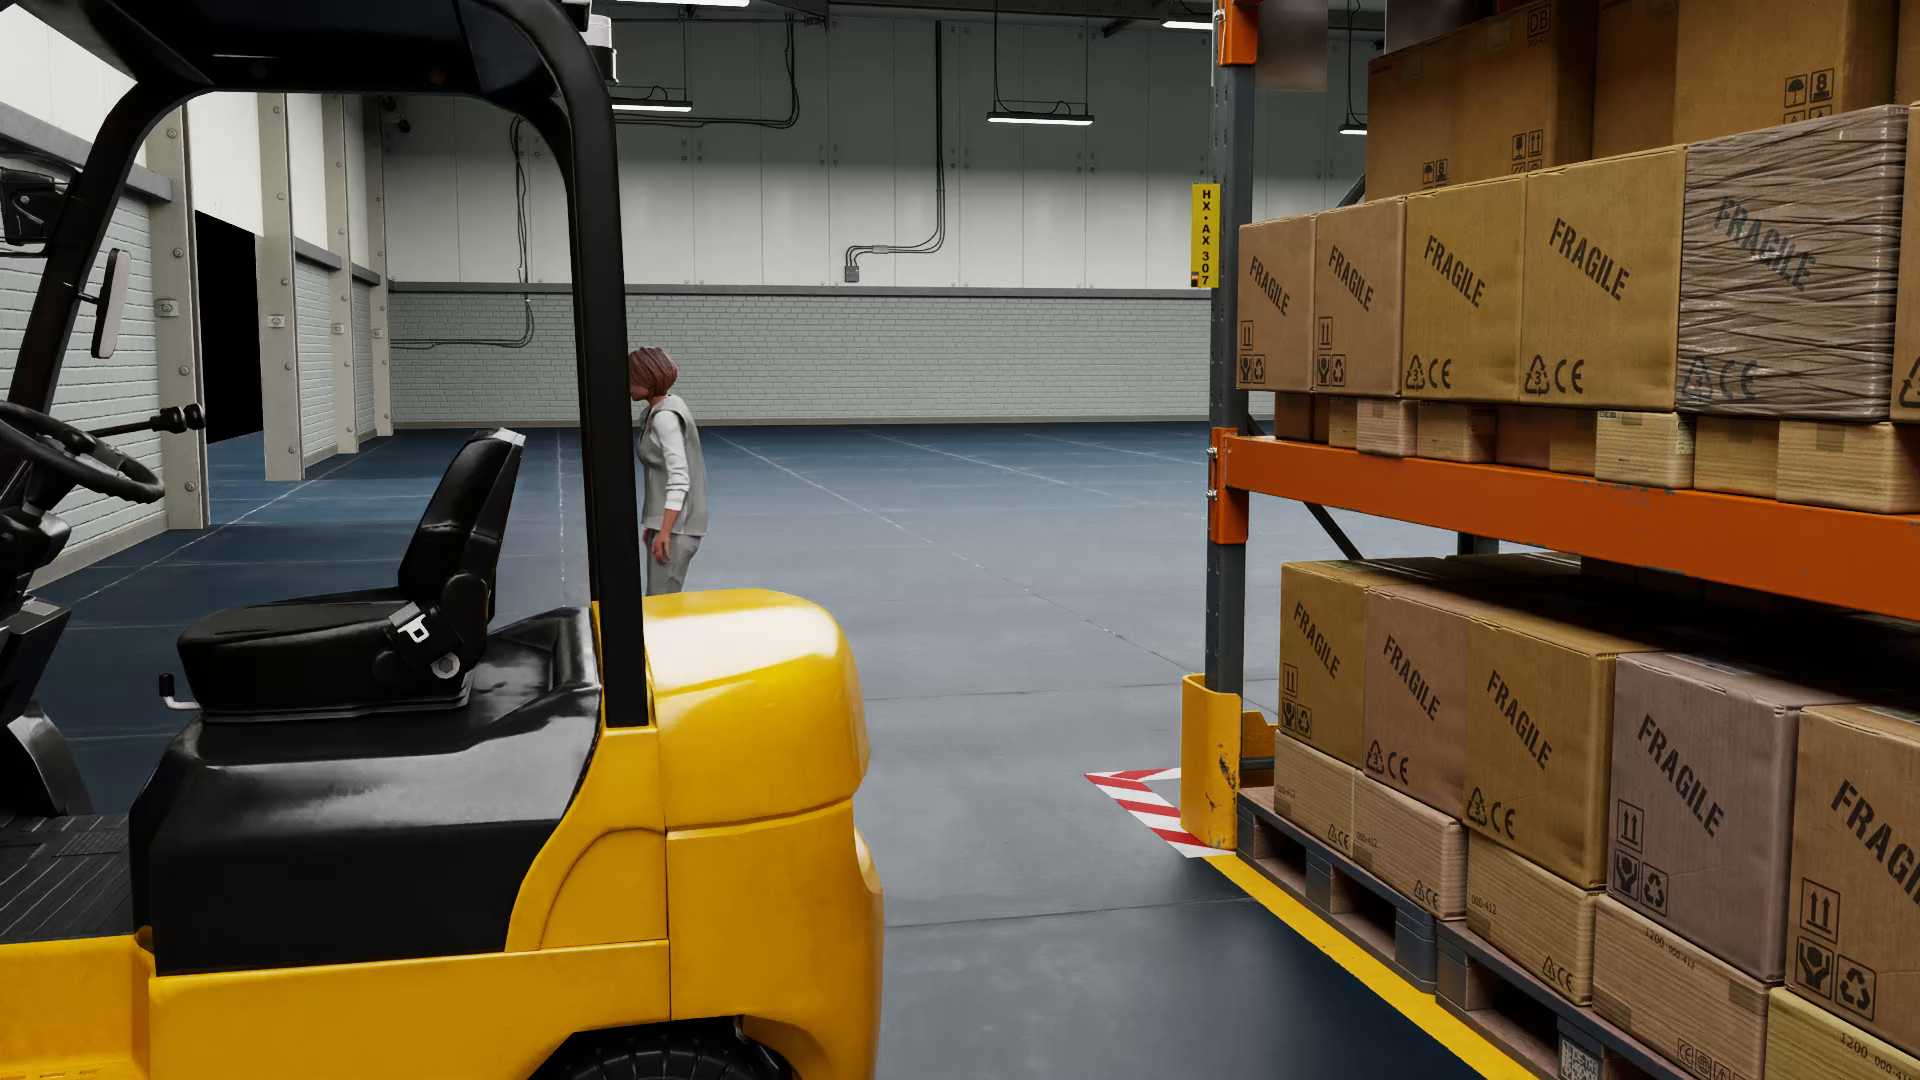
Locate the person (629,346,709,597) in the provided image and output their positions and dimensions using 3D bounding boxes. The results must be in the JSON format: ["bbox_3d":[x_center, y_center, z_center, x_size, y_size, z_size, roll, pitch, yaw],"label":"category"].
[{"bbox_3d":[-1.260,-0.030,7.142,0.343,1.593,0.481,-2,7,-16],"label":"person"}]
